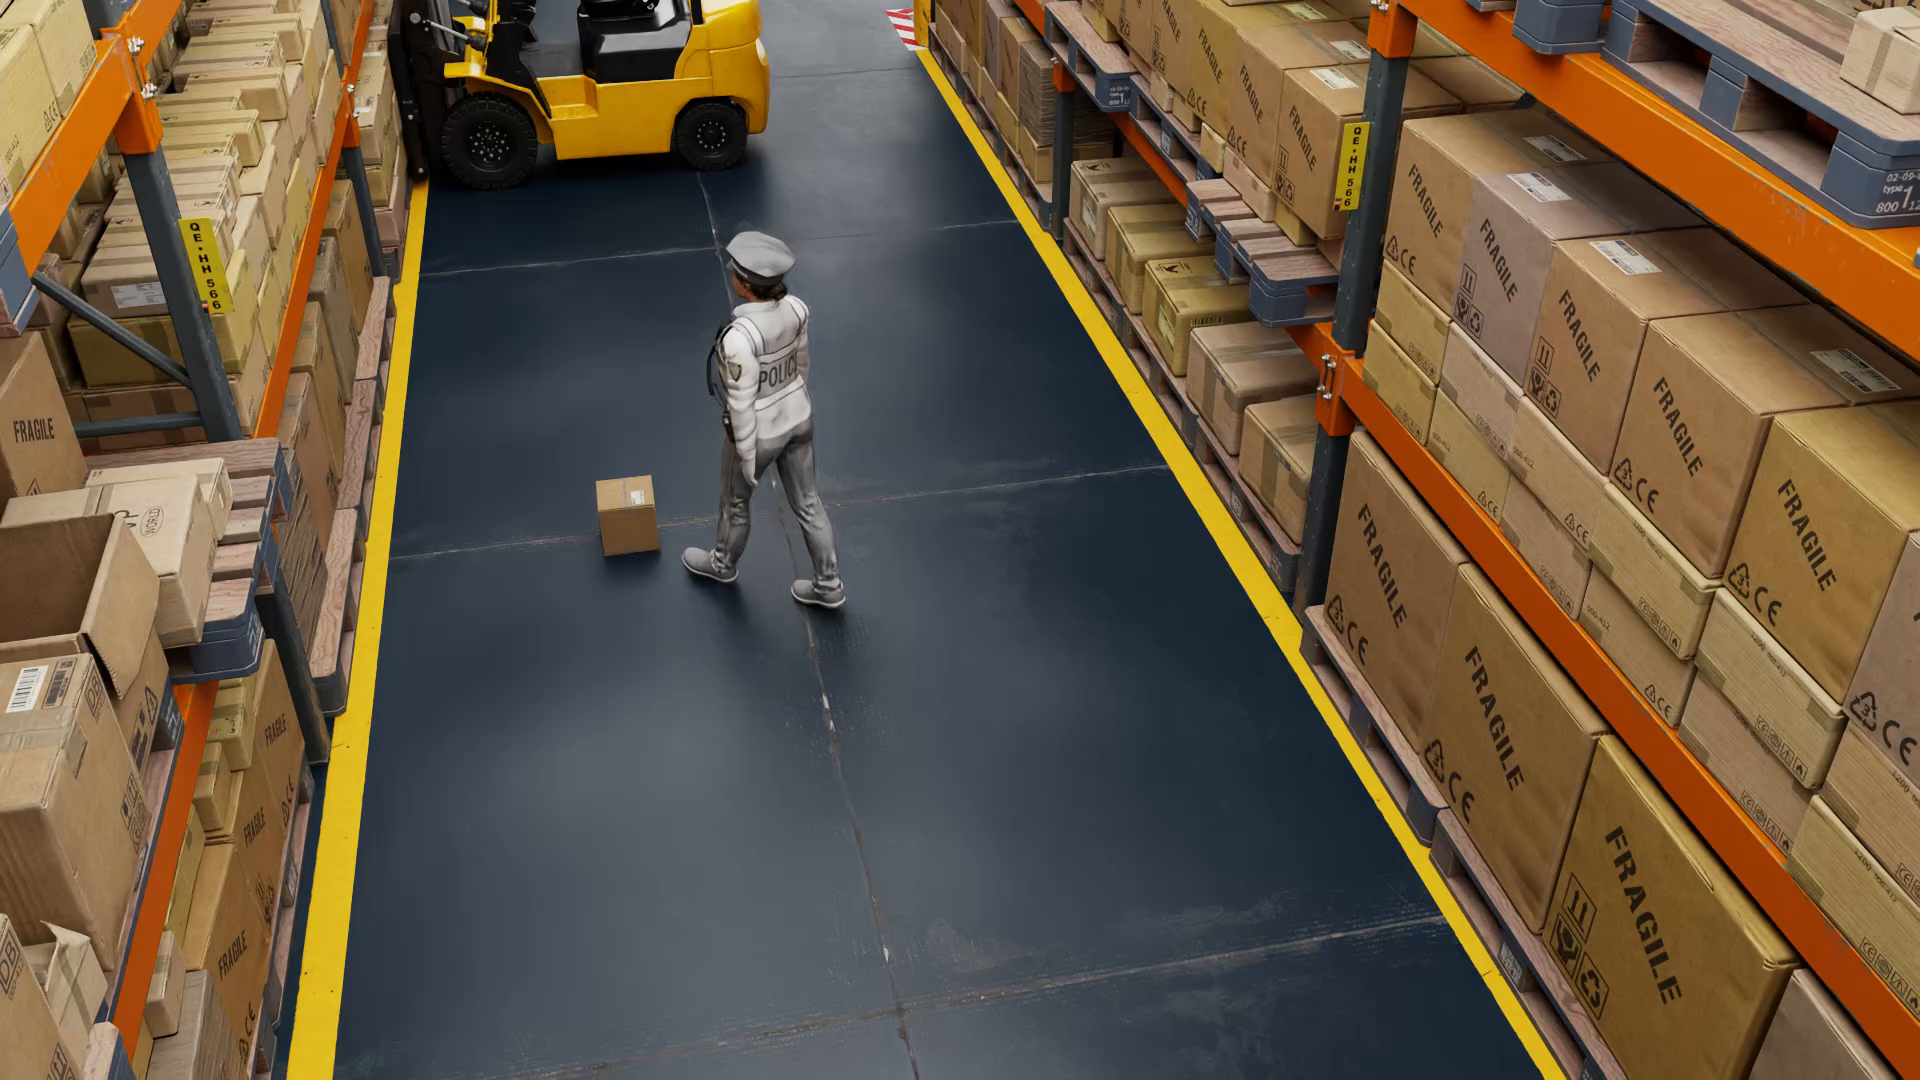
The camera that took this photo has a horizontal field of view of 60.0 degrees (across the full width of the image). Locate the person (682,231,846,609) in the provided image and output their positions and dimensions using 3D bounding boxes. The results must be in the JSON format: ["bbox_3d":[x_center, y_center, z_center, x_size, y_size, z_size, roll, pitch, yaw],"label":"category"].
[{"bbox_3d":[-0.832,-0.496,6.830,0.800,1.666,0.490,25,42,32],"label":"person"}]
